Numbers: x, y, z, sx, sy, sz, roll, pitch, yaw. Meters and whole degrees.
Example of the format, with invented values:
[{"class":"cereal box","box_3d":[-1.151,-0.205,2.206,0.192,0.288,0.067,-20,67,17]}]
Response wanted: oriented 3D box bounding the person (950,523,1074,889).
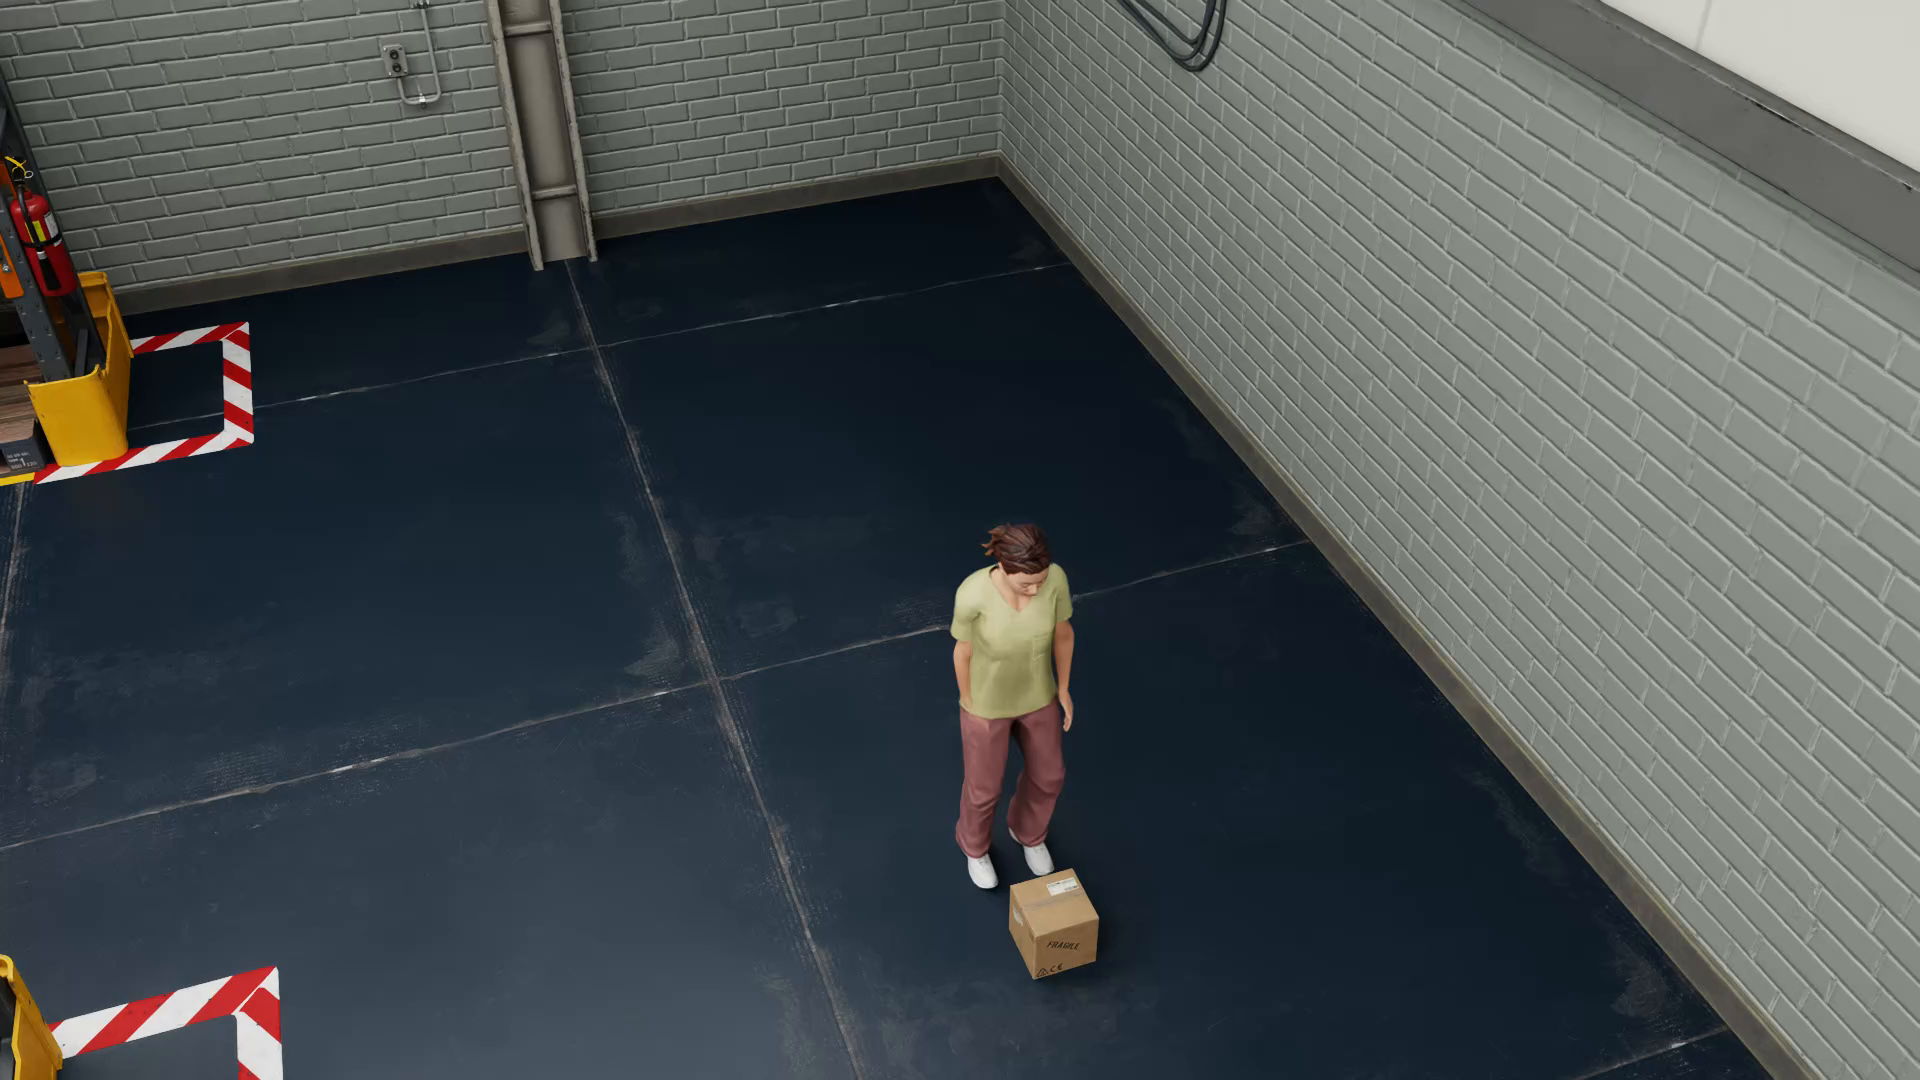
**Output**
[{"class":"person","box_3d":[0.197,0.583,6.058,0.458,1.659,0.351,-12,39,-15]}]
